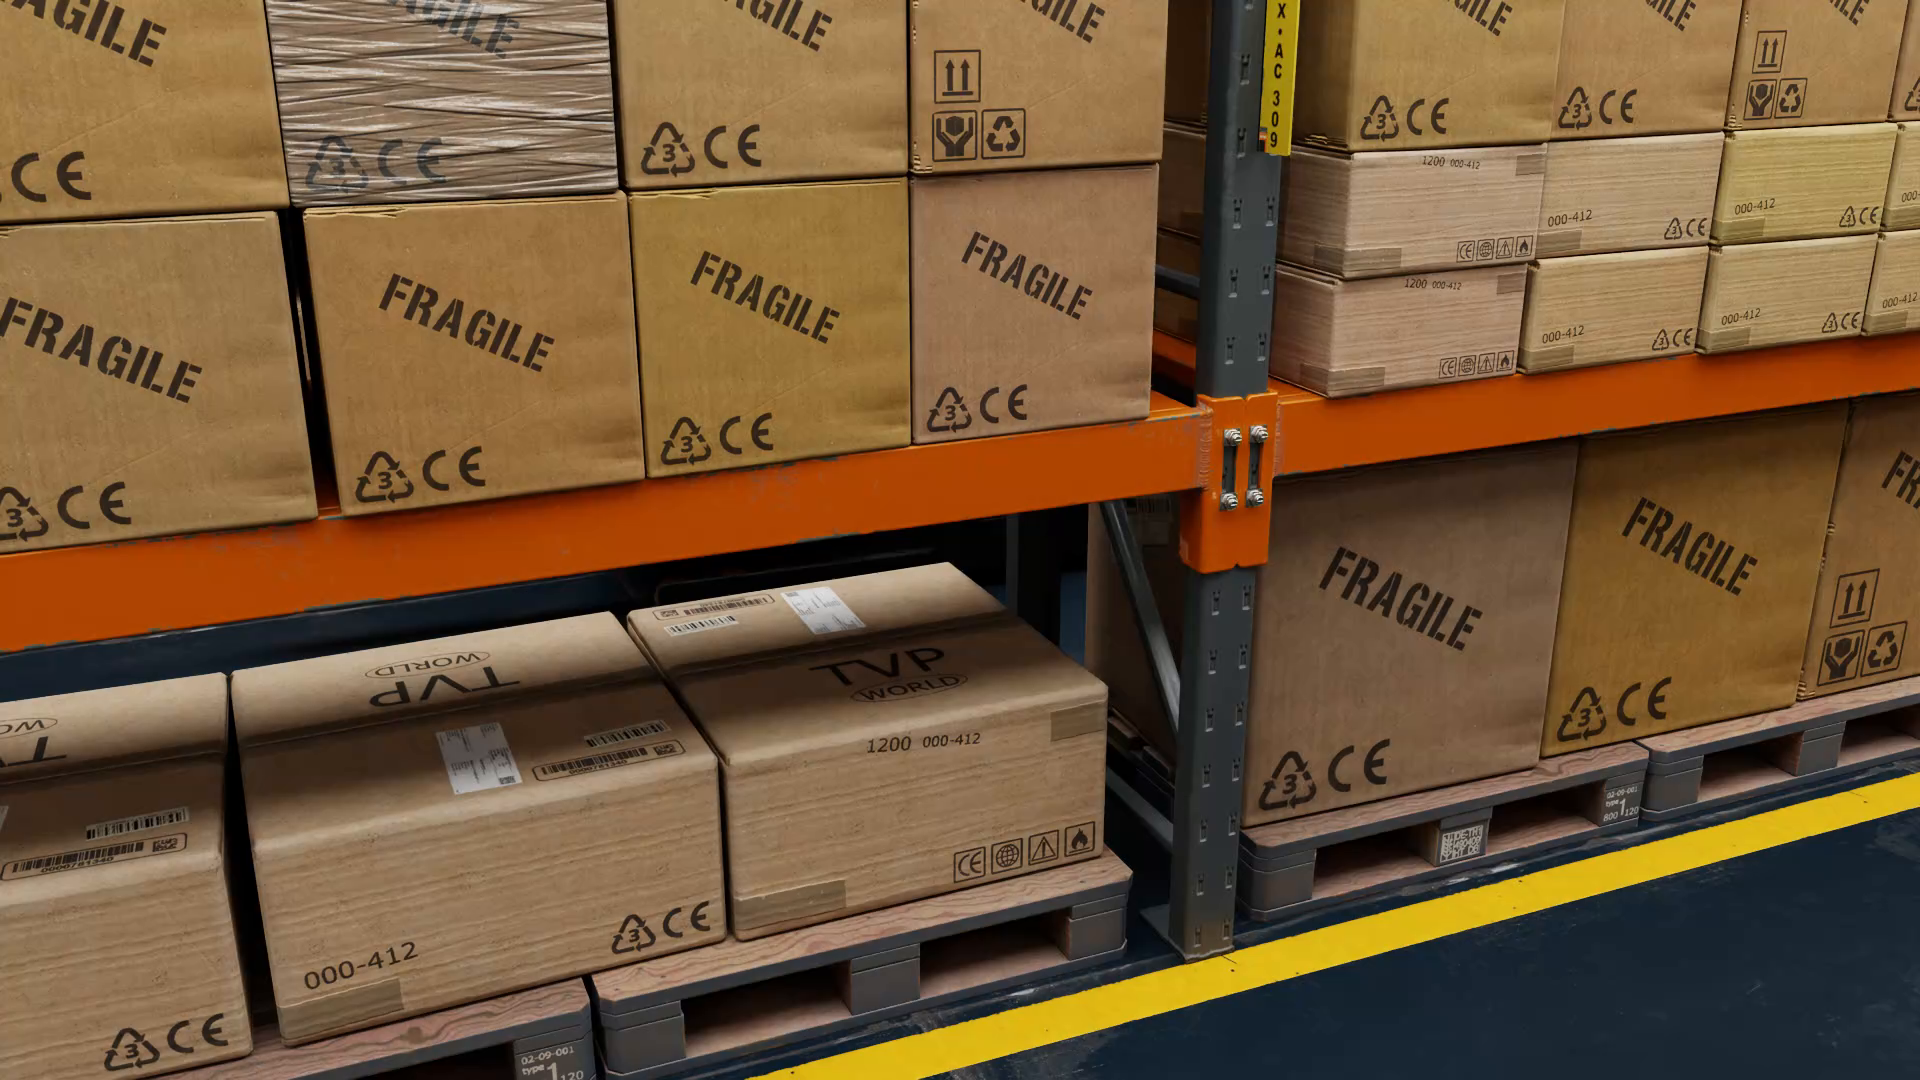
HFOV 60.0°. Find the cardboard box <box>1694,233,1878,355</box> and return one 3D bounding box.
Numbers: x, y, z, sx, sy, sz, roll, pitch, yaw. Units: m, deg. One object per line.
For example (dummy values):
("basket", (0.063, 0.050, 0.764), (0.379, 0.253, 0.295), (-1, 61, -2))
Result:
("cardboard box", (1.834, -0.647, 4.070), (0.500, 0.250, 0.500), (-8, 21, -22))

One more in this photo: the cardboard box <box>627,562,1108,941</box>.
("cardboard box", (-0.245, 0.451, 3.951), (0.875, 0.438, 0.875), (-8, 21, -23))

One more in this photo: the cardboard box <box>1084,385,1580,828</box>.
("cardboard box", (0.912, 0.088, 4.321), (0.875, 0.875, 0.875), (-7, 21, -20))

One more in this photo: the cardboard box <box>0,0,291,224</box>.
("cardboard box", (-1.346, -0.785, 2.578), (0.500, 0.500, 0.500), (-8, 21, -22))

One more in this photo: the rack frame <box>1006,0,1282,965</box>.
("rack frame", (0.374, -0.610, 3.737), (0.127, 3.000, 1.000), (-8, 21, -22))

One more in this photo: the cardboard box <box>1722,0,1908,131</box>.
("cardboard box", (1.810, -1.239, 3.869), (0.500, 0.500, 0.500), (-9, 21, -23))

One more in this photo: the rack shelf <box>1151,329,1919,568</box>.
("rack shelf", (2.211, -0.534, 4.604), (4.000, 0.370, 1.077), (-8, 21, -22))

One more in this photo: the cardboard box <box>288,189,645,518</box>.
("cardboard box", (-0.876, -0.378, 2.928), (0.500, 0.500, 0.500), (-8, 21, -23))

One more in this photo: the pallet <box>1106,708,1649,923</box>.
("pallet", (1.053, 0.581, 4.554), (1.213, 0.211, 1.003), (-8, 21, -22))

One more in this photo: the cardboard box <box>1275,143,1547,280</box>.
("cardboard box", (0.890, -0.747, 3.599), (0.500, 0.250, 0.500), (-9, 21, -23))

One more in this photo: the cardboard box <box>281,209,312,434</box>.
("cardboard box", (-1.556, -0.479, 3.215), (0.500, 0.500, 0.500), (-7, 21, -20))

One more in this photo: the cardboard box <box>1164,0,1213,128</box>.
("cardboard box", (0.685, -1.264, 3.939), (0.500, 0.500, 0.500), (-7, 21, -20))

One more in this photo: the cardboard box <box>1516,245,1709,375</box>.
("cardboard box", (1.358, -0.585, 3.893), (0.500, 0.250, 0.500), (-9, 21, -23))

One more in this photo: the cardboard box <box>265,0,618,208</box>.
("cardboard box", (-0.882, -0.848, 2.758), (0.500, 0.500, 0.500), (-8, 21, -21))

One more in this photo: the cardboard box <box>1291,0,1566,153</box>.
("cardboard box", (0.892, -1.099, 3.470), (0.500, 0.500, 0.500), (-8, 21, -21))

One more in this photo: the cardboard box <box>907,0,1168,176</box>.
("cardboard box", (0.051, -0.982, 3.139), (0.500, 0.500, 0.500), (-8, 21, -22))

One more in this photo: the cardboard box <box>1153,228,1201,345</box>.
("cardboard box", (0.687, -0.675, 4.148), (0.500, 0.250, 0.500), (-9, 21, -23))

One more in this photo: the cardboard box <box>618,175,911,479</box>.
("cardboard box", (-0.420, -0.449, 3.129), (0.500, 0.500, 0.500), (-9, 21, -23))

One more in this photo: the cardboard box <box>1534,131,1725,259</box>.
("cardboard box", (1.358, -0.824, 3.818), (0.500, 0.250, 0.500), (-8, 21, -21))

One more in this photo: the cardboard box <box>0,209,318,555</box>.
("cardboard box", (-1.363, -0.314, 2.746), (0.500, 0.500, 0.500), (-7, 21, -20))

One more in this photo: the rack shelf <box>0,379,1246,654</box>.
("rack shelf", (-1.462, -0.007, 3.110), (4.000, 0.370, 1.077), (-8, 21, -22))

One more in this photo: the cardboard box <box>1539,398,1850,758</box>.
("cardboard box", (1.738, -0.033, 4.666), (0.875, 0.875, 0.875), (-8, 21, -20))

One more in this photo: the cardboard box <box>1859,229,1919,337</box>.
("cardboard box", (2.297, -0.710, 4.249), (0.500, 0.250, 0.500), (-9, 21, -23))

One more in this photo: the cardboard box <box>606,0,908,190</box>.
("cardboard box", (-0.419, -0.918, 2.957), (0.500, 0.500, 0.500), (-8, 21, -23))

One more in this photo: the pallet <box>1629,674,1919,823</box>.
("pallet", (2.175, 0.419, 5.013), (1.213, 0.211, 1.003), (-8, 21, -22))

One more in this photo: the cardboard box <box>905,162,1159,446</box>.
("cardboard box", (0.050, -0.518, 3.326), (0.500, 0.500, 0.500), (-8, 21, -21))

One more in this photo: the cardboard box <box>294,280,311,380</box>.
("cardboard box", (-2.915, -0.904, 7.706), (0.500, 0.500, 0.700), (-9, 21, -24))

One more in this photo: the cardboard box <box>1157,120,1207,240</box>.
("cardboard box", (0.683, -0.907, 4.054), (0.500, 0.250, 0.500), (-8, 21, -22))

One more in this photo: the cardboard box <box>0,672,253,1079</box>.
("cardboard box", (-1.895, 0.687, 3.281), (0.875, 0.438, 0.875), (-8, 21, -20))

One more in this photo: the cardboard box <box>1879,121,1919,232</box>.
("cardboard box", (2.295, -0.949, 4.175), (0.500, 0.250, 0.500), (-9, 21, -24))

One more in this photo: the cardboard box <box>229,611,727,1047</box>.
("cardboard box", (-1.066, 0.569, 3.616), (0.875, 0.438, 0.875), (-9, 21, -24))

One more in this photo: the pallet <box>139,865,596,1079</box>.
("pallet", (-1.477, 0.944, 3.525), (1.213, 0.211, 1.003), (-8, 21, -22))

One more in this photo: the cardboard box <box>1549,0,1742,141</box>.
("cardboard box", (1.349, -1.174, 3.684), (0.500, 0.500, 0.500), (-8, 21, -22))

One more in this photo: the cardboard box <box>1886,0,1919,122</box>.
("cardboard box", (2.282, -1.309, 4.068), (0.500, 0.500, 0.500), (-9, 21, -23))

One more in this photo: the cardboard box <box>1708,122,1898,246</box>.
("cardboard box", (1.832, -0.882, 3.984), (0.500, 0.250, 0.500), (-8, 21, -21))

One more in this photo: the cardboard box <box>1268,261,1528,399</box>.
("cardboard box", (0.883, -0.516, 3.698), (0.500, 0.250, 0.500), (-9, 21, -23))

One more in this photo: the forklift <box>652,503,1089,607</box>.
("forklift", (-0.875, -1.293, 5.781), (3.031, 2.935, 1.130), (-7, 21, -19))

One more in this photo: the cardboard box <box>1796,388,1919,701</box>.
("cardboard box", (2.560, -0.150, 4.999), (0.875, 0.875, 0.875), (-8, 21, -21))

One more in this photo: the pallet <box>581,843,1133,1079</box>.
("pallet", (-0.355, 0.782, 3.984), (1.213, 0.211, 1.003), (-8, 21, -22))

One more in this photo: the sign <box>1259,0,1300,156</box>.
("sign", (0.596, -0.886, 3.100), (0.005, 0.325, 0.100), (-8, 21, -22))
